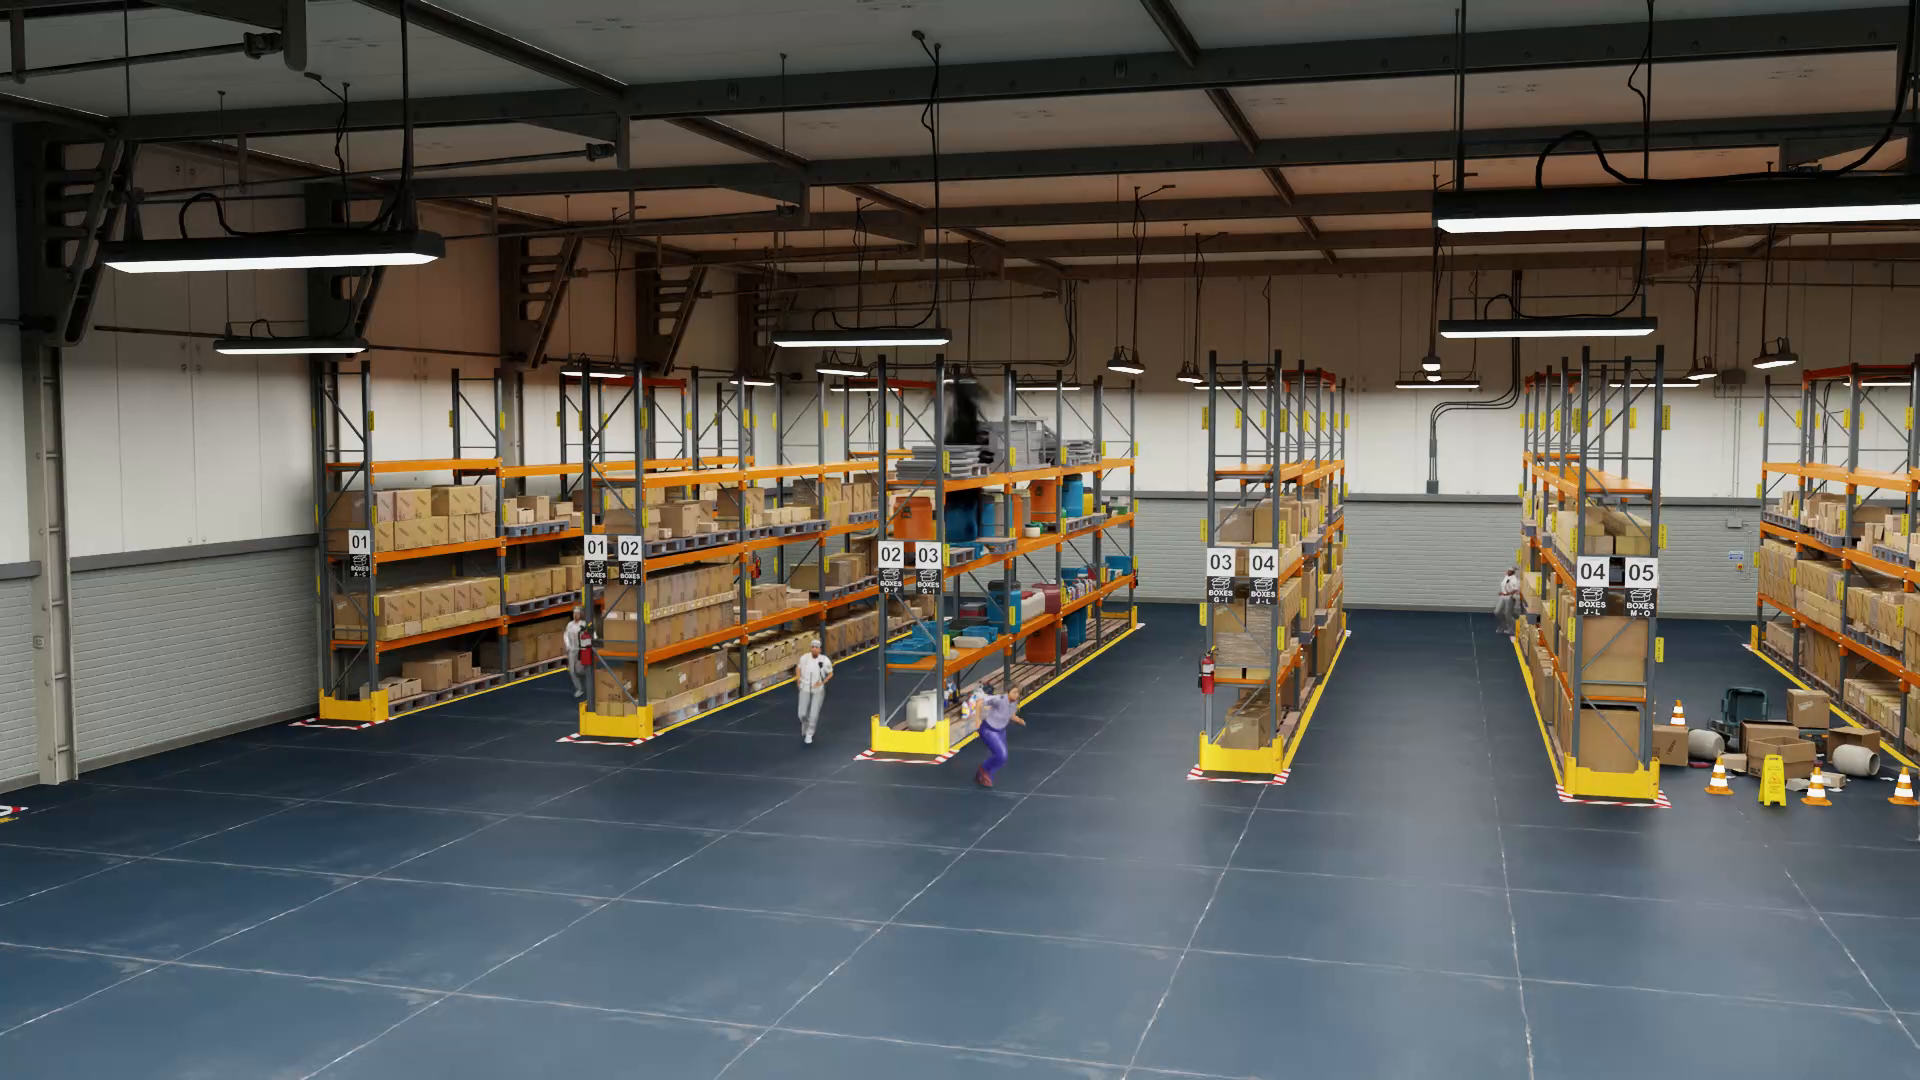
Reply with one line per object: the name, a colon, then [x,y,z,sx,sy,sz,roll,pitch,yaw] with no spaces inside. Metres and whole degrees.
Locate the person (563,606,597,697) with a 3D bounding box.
person: [-6.962,2.021,30.326,0.616,1.660,0.531,1,4,9]

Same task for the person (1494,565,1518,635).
person: [12.805,1.408,38.877,0.617,1.693,0.608,-2,4,-23]

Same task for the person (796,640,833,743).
person: [-2.280,2.360,25.968,0.605,1.635,0.541,0,4,3]

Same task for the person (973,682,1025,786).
person: [0.488,2.656,22.593,0.863,1.469,0.637,3,5,40]
